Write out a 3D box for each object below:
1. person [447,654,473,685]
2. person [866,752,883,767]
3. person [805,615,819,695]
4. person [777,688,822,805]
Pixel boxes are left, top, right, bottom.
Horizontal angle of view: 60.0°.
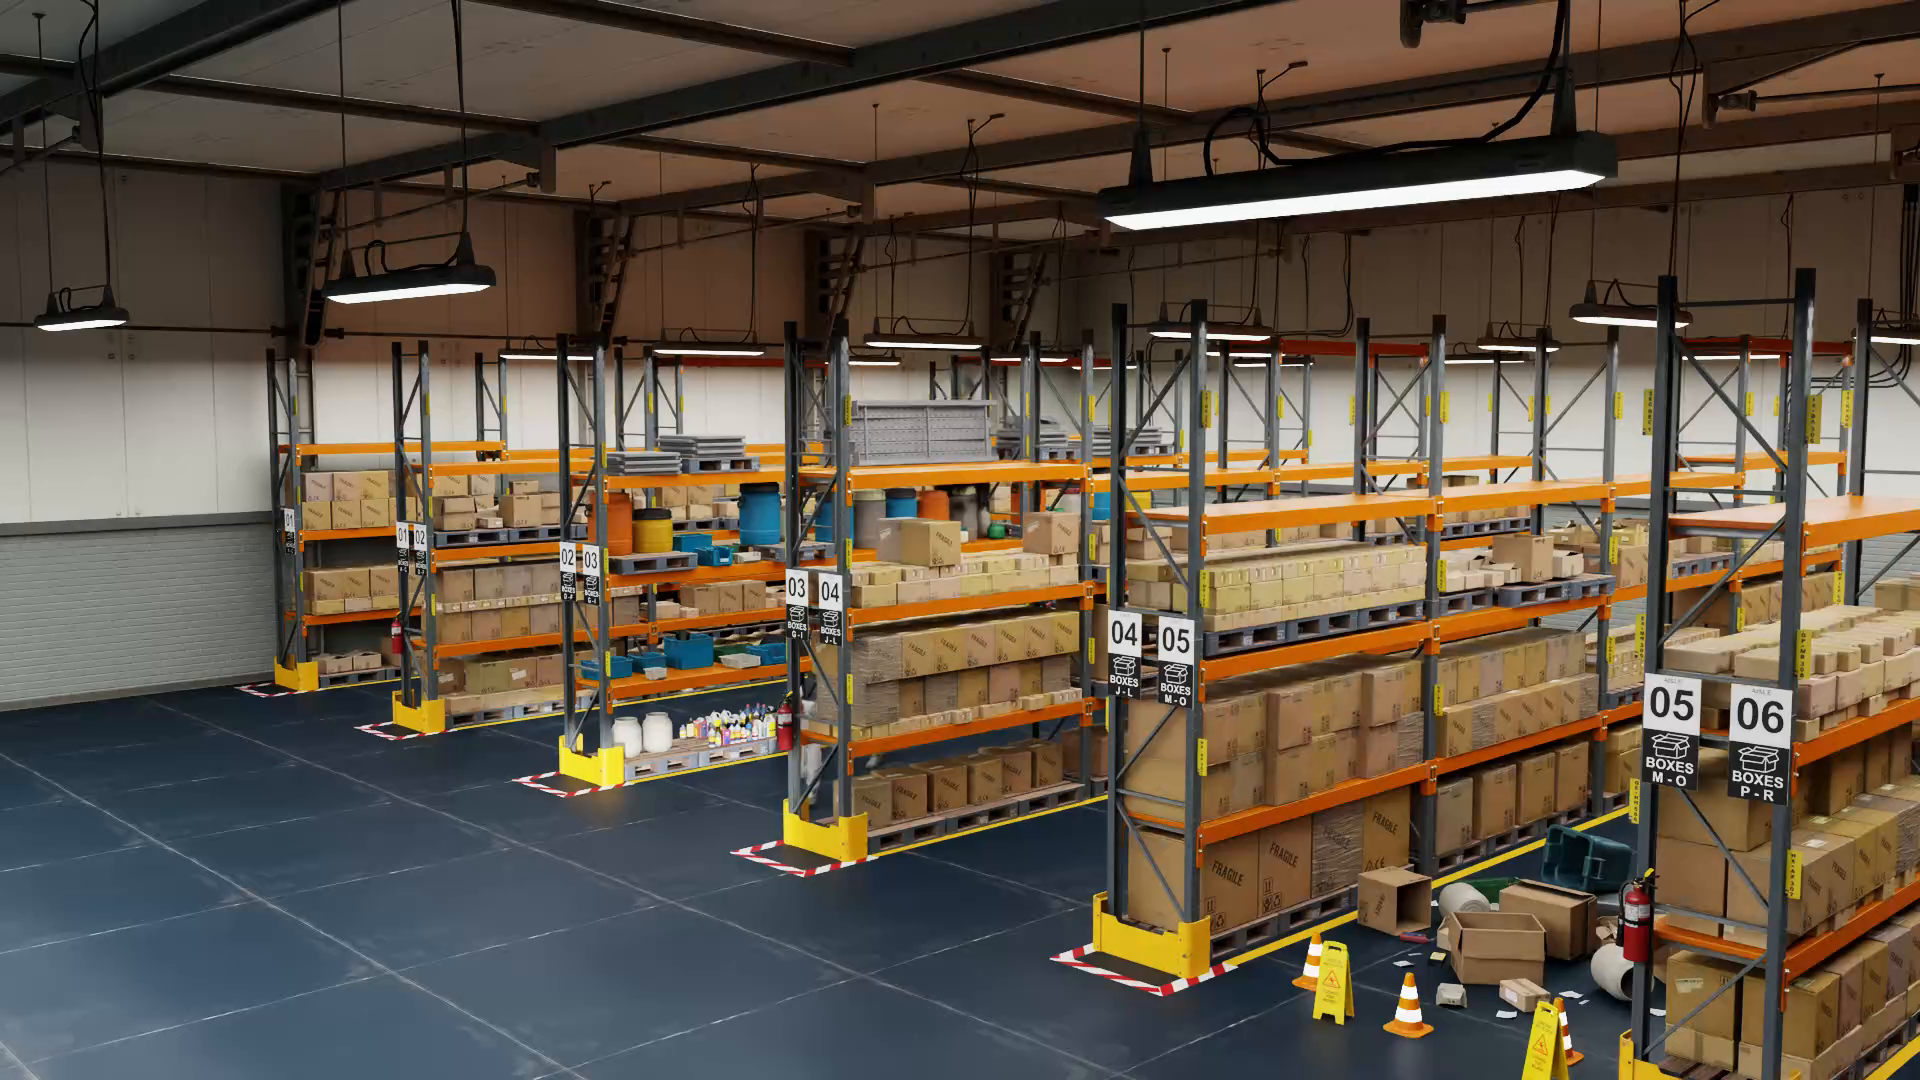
[{"bbox_3d":[-8.618,1.847,28.459,0.692,1.724,0.637,3,6,32],"label":"person"},{"bbox_3d":[-1.236,2.325,23.134,0.672,1.701,0.742,2,5,21],"label":"person"},{"bbox_3d":[-2.451,1.875,28.691,0.577,1.691,0.680,4,6,40],"label":"person"},{"bbox_3d":[-2.011,2.572,20.879,0.694,1.590,0.830,2,5,17],"label":"person"}]
